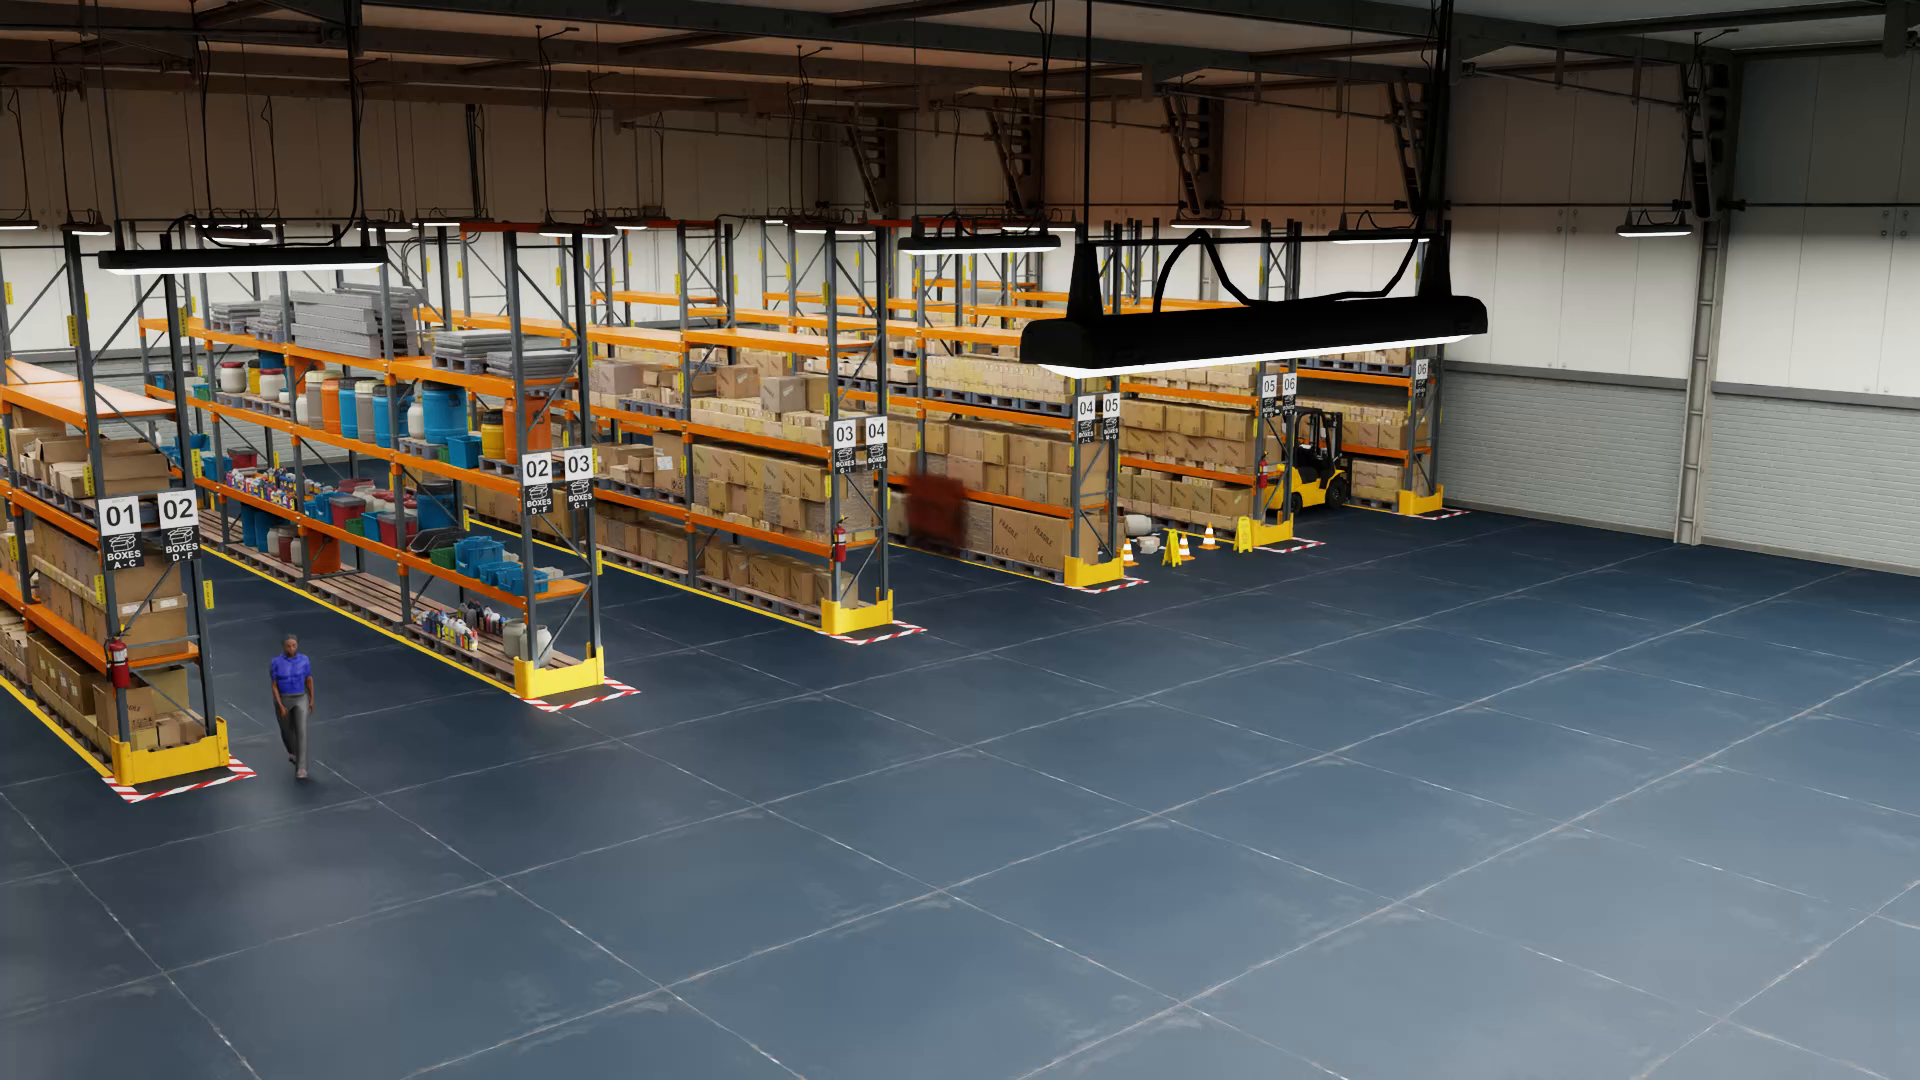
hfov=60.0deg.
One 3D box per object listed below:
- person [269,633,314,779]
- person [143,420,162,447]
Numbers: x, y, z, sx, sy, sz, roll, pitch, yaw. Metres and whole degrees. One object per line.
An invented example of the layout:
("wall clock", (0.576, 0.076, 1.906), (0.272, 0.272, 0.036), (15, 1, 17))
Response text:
("person", (-7.510, 1.836, 18.717), (0.439, 1.583, 1.017), (-4, 12, -19))
("person", (-17.907, -1.863, 36.913), (0.496, 1.653, 0.815), (3, 12, 15))
